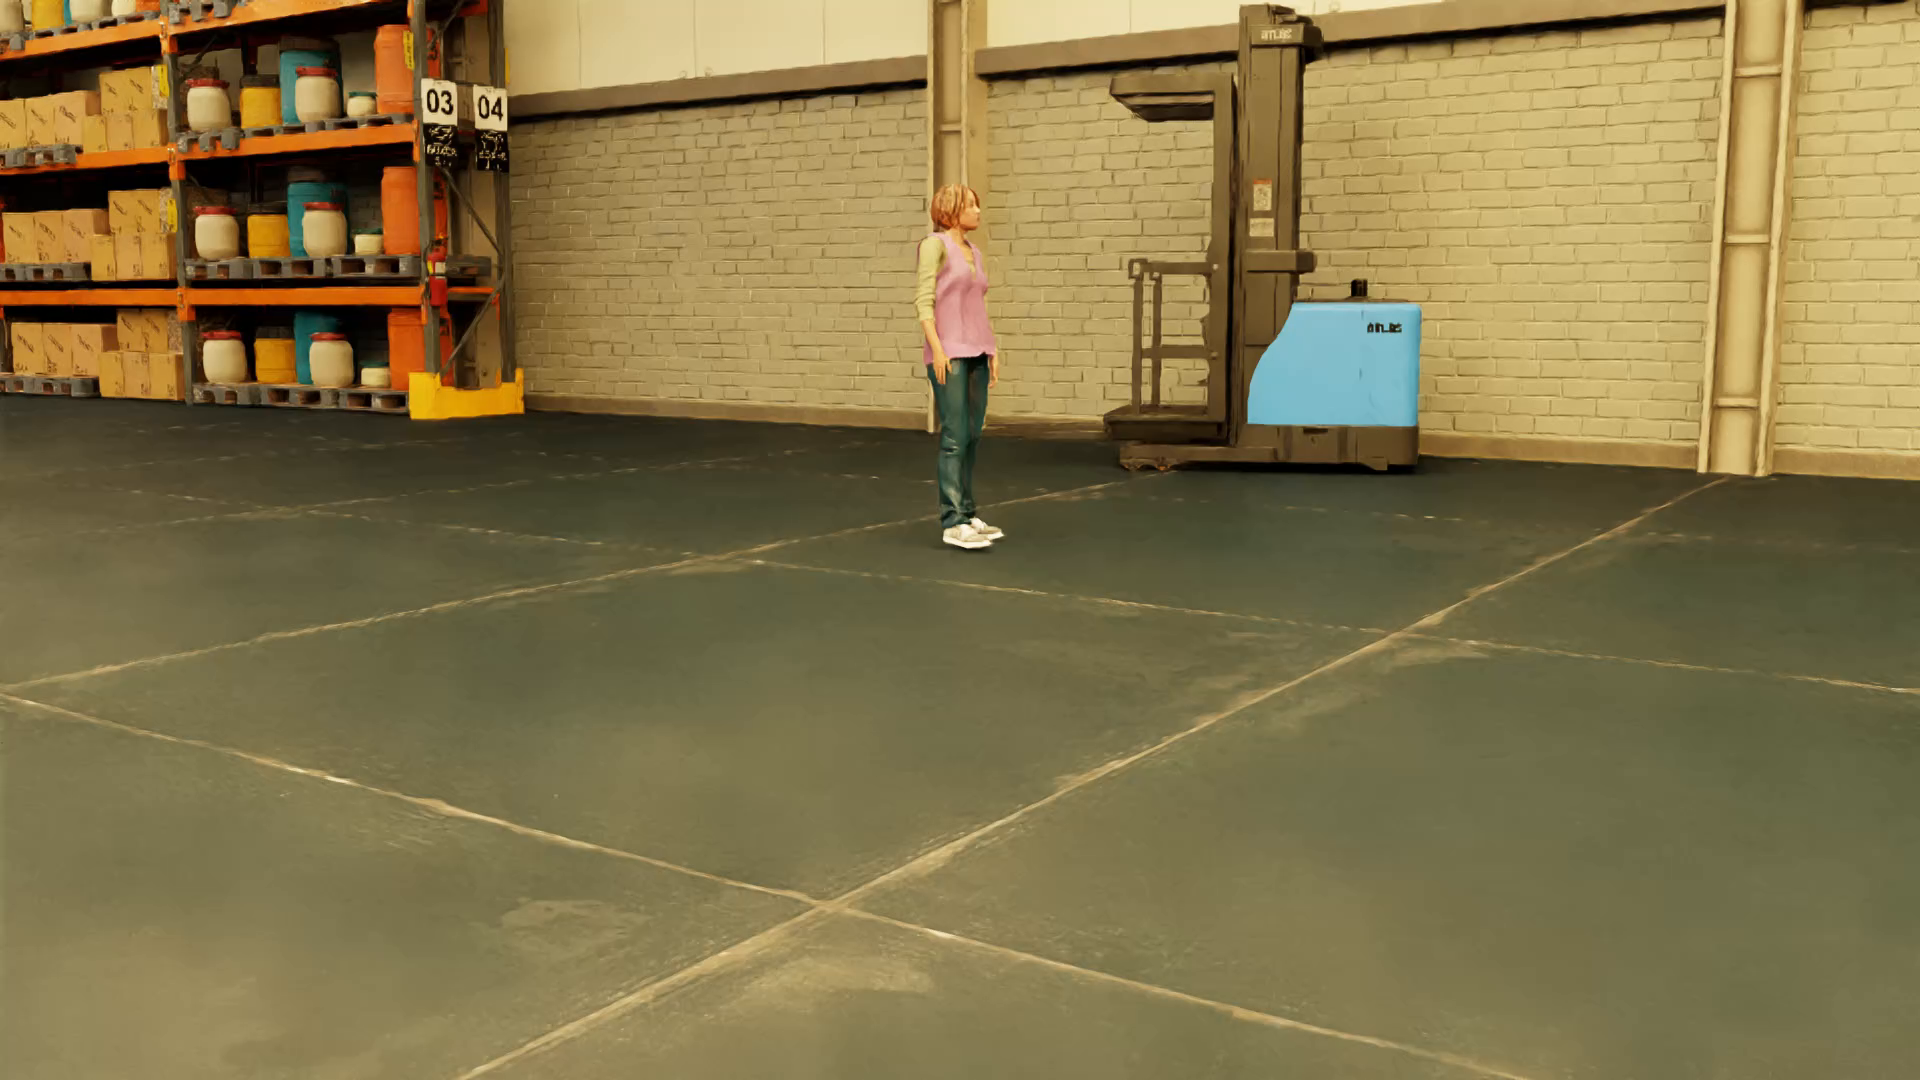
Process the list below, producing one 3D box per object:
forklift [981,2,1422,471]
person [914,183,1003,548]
[{"bbox_3d":[1.523,-1.974,11.073,3.031,2.935,1.130,2,8,14],"label":"forklift"},{"bbox_3d":[0.054,-0.790,7.438,0.474,1.597,0.520,5,10,34],"label":"person"}]
